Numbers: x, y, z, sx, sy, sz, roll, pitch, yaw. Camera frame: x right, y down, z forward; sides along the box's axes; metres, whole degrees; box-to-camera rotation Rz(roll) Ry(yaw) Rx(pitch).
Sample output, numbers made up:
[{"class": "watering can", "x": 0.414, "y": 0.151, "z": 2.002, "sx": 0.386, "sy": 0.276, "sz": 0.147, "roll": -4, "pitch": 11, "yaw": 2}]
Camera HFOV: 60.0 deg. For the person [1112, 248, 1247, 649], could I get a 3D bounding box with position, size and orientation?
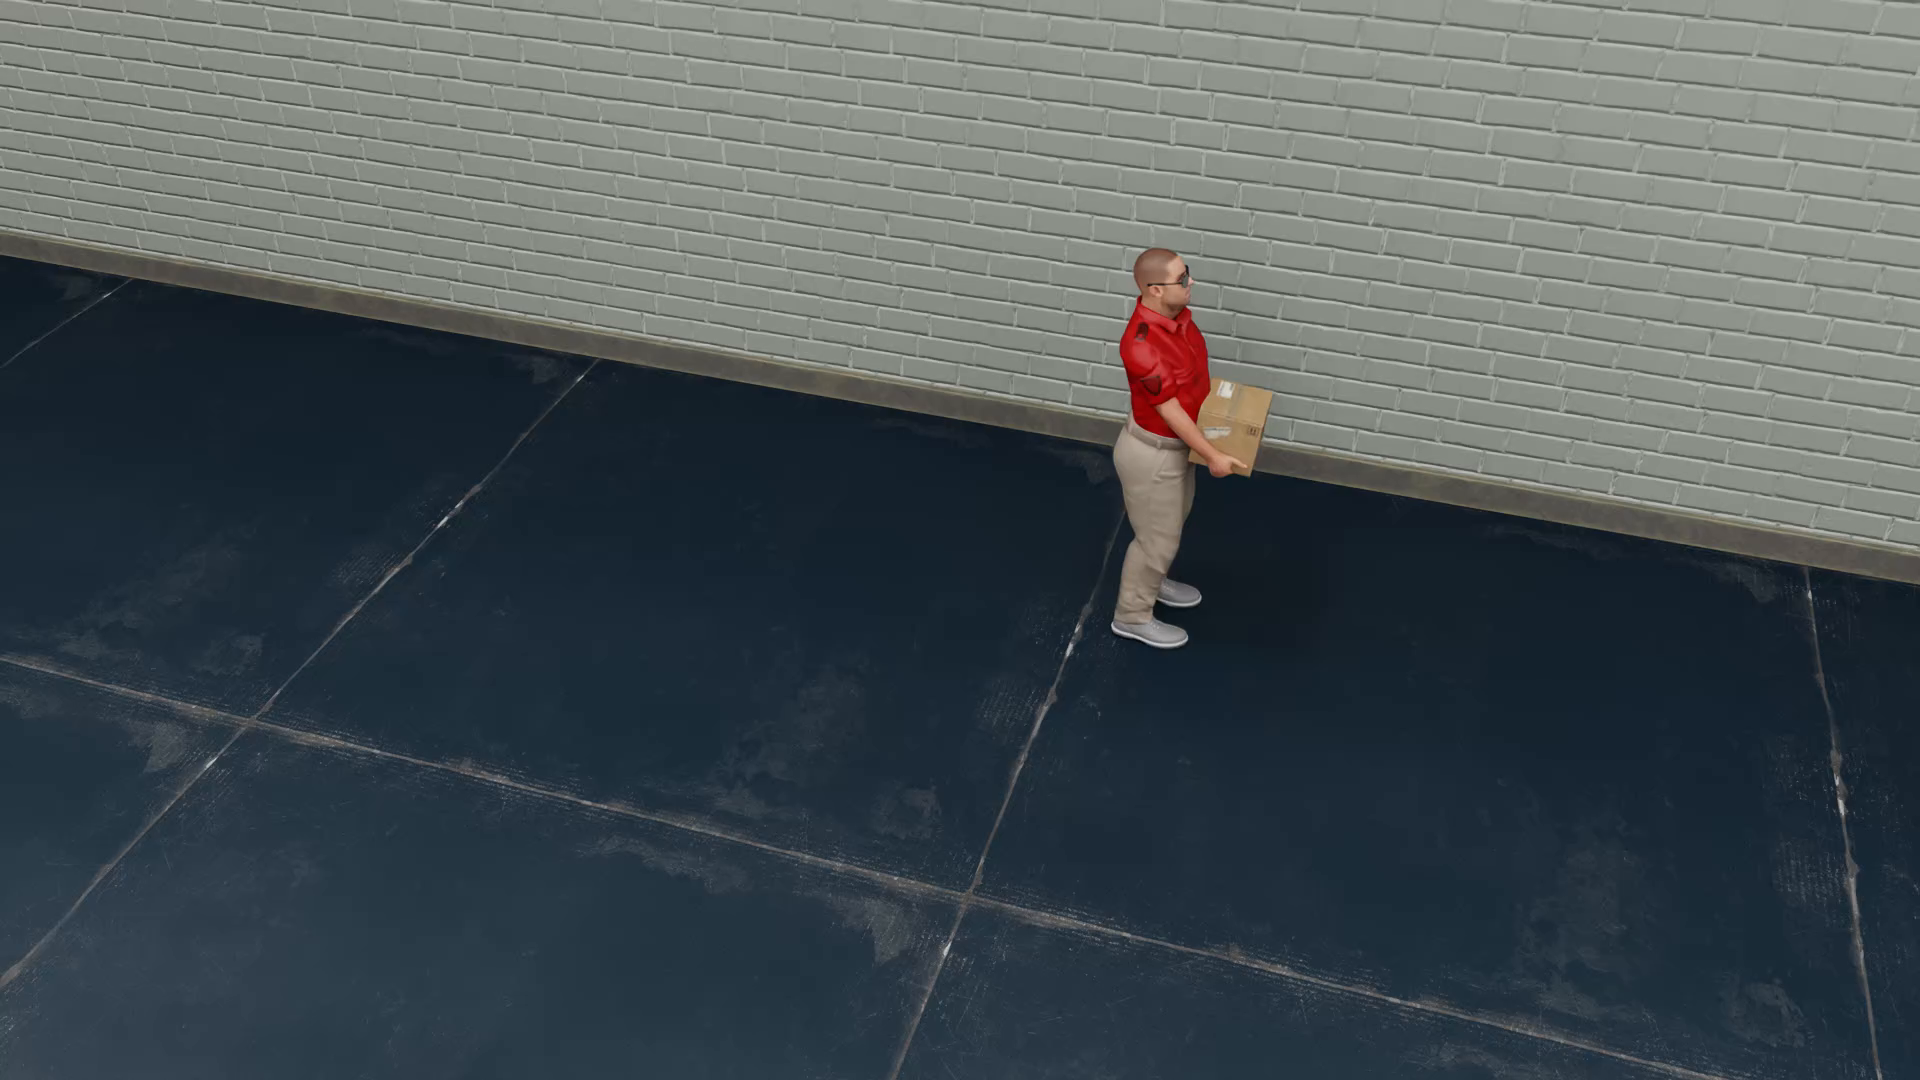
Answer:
[{"class": "person", "x": 0.899, "y": -0.356, "z": 6.648, "sx": 0.536, "sy": 1.713, "sz": 0.494, "roll": 11, "pitch": 38, "yaw": 14}]
